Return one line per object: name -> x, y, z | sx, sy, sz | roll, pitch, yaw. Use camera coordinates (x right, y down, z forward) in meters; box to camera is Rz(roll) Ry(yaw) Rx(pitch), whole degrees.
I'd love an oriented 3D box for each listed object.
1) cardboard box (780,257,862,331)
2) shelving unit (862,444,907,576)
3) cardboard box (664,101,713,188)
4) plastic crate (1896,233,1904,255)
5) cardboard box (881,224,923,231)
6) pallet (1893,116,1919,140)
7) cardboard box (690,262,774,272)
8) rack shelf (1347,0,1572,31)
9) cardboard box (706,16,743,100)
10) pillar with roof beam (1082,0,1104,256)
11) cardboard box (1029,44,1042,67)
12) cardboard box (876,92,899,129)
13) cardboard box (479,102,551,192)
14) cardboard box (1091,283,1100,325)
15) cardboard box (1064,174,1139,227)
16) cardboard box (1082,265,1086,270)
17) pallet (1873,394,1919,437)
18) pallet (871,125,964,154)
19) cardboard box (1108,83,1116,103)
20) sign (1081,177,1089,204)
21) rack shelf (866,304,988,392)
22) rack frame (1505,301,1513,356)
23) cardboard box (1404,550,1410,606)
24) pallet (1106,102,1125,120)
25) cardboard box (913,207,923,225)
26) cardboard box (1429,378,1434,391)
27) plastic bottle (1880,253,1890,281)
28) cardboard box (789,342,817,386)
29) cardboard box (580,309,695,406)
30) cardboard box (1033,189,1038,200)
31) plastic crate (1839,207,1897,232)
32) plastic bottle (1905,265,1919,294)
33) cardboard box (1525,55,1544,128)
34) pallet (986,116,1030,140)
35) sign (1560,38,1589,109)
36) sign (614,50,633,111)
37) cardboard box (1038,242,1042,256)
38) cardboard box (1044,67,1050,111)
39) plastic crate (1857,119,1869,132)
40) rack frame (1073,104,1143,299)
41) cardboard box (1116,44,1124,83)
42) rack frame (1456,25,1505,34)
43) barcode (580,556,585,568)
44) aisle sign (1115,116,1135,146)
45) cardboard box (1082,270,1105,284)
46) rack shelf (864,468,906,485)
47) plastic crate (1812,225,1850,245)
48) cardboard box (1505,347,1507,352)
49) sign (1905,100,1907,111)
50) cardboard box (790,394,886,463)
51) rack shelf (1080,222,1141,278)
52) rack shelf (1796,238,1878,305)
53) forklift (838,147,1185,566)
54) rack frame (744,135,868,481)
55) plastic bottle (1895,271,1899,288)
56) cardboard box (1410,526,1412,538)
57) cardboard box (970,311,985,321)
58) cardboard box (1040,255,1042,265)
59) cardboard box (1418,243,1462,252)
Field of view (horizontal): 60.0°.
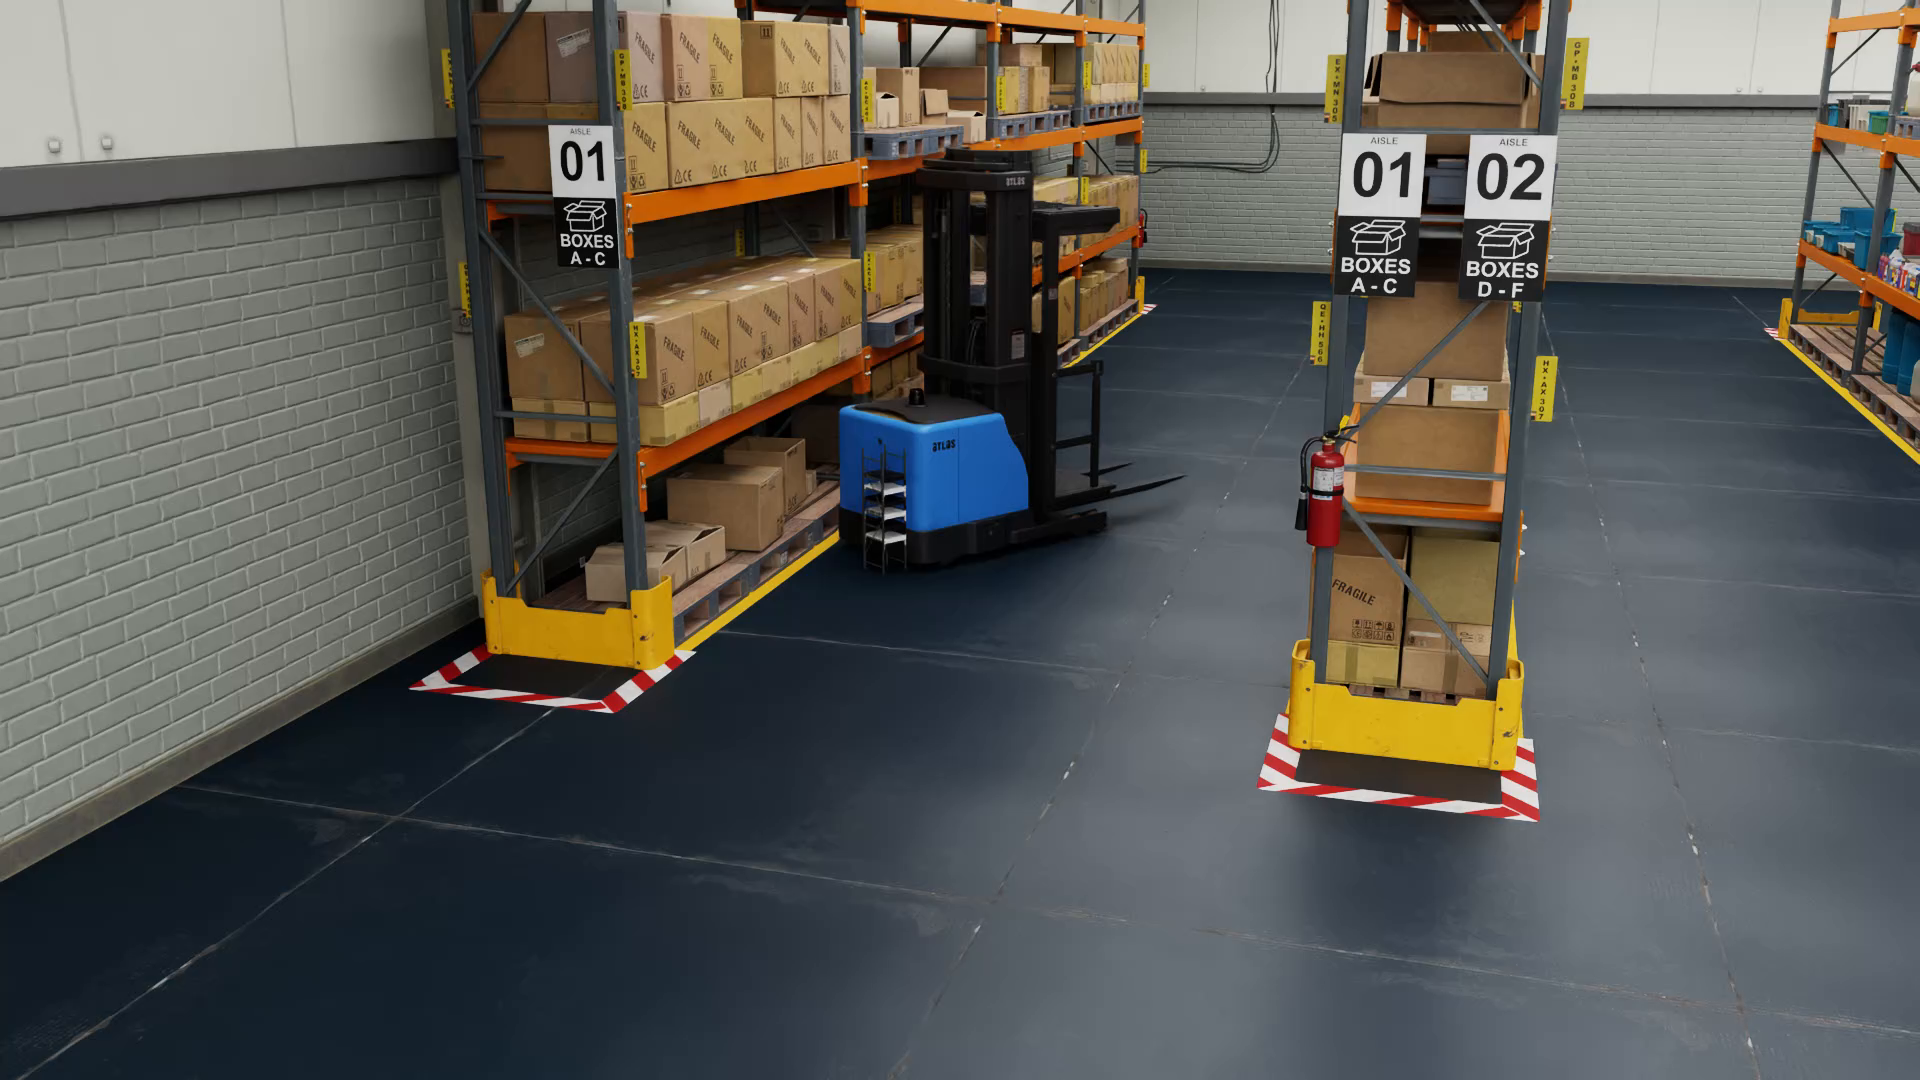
cardboard box -> -1.086, -1.920, 12.965 | 0.500, 0.500, 0.500 | 5, 16, 16
shelving unit -> -0.542, -0.215, 11.937 | 0.210, 0.900, 0.258 | -13, 21, -39
cardboard box -> -1.864, -2.429, 10.181 | 0.500, 0.500, 0.500 | 6, 17, 20
plastic crate -> 11.134, -3.451, 19.607 | 0.437, 0.282, 0.530 | 5, 16, 16
cardboard box -> -0.369, -2.804, 16.227 | 0.700, 0.500, 0.500 | 3, 16, 11
pallet -> 10.394, -4.234, 17.107 | 1.213, 0.211, 1.003 | 5, 16, 16
cardboard box -> -1.733, -1.826, 12.633 | 0.500, 0.500, 0.500 | 5, 16, 16
rack shelf -> 2.934, -3.211, 9.709 | 1.077, 0.370, 4.000 | 5, 16, 16
cardboard box -> -1.717, -3.049, 10.532 | 0.500, 0.500, 0.500 | 5, 17, 17
pillar with roof beam -> 6.227, -8.235, 25.370 | 9.100, 9.000, 0.400 | 5, 16, 16
cardboard box -> 0.649, -5.706, 19.588 | 0.500, 0.250, 0.500 | 6, 17, 20
cardboard box -> -0.841, -3.669, 14.166 | 0.500, 0.311, 0.500 | 5, 17, 18
cardboard box -> -2.509, -2.352, 9.909 | 0.500, 0.500, 0.500 | 6, 17, 20
cardboard box -> 1.482, -3.181, 22.357 | 0.700, 0.500, 0.500 | 4, 16, 15
cardboard box -> 2.026, -4.919, 24.125 | 0.980, 0.700, 0.700 | 5, 17, 18
cardboard box -> 1.544, -3.746, 23.161 | 0.380, 0.149, 0.250 | 5, 17, 16
pallet -> 9.919, -1.234, 16.792 | 1.003, 0.211, 1.213 | 5, 16, 16
pallet -> -0.679, -3.547, 14.684 | 1.213, 0.211, 1.003 | 5, 16, 16
cardboard box -> 1.771, -5.911, 21.996 | 0.500, 0.250, 0.500 | 4, 16, 14
sign -> 1.548, -4.342, 20.663 | 0.100, 0.325, 0.005 | 5, 16, 16
rack shelf -> -0.680, -1.946, 15.513 | 1.077, 0.370, 4.000 | 5, 16, 16
rack frame -> 3.502, -1.386, 12.219 | 1.000, 3.000, 0.127 | 5, 16, 16
cardboard box -> 2.649, 0.225, 10.810 | 0.500, 0.250, 0.500 | 5, 16, 16
pallet -> 1.616, -5.794, 22.426 | 1.003, 0.211, 1.213 | 5, 16, 16
cardboard box -> -0.258, -3.210, 16.470 | 0.380, 0.149, 0.250 | 2, 16, 7
cardboard box -> 2.655, -0.647, 9.429 | 0.700, 0.500, 0.500 | 5, 17, 17
plastic bottle -> 9.972, -2.940, 17.912 | 0.061, 0.283, 0.133 | 5, 16, 16
cardboard box -> -1.370, -1.297, 12.143 | 0.500, 0.250, 0.500 | 5, 16, 16
cardboard box -> -1.961, -1.123, 10.154 | 0.500, 0.500, 0.500 | 5, 16, 16
cardboard box -> 0.555, -3.748, 18.407 | 0.500, 0.250, 0.500 | 5, 17, 16
plastic crate -> 11.744, -4.084, 21.557 | 0.616, 0.435, 0.499 | 5, 16, 16
plastic bottle -> 9.698, -2.640, 16.867 | 0.152, 0.276, 0.135 | 5, 16, 16
cardboard box -> 3.099, -2.513, 9.488 | 0.500, 0.500, 0.500 | 5, 16, 16
pallet -> 0.020, -4.341, 17.485 | 1.213, 0.211, 1.003 | 5, 17, 18
sign -> 2.896, -2.197, 7.833 | 0.100, 0.325, 0.005 | 5, 16, 16
sign -> -1.865, -2.544, 9.204 | 0.100, 0.325, 0.005 | 5, 16, 16
cardboard box -> 0.712, -3.527, 19.001 | 0.500, 0.500, 0.500 | 5, 17, 17
cardboard box -> 0.670, -5.343, 19.685 | 0.700, 0.500, 0.500 | 4, 16, 13
plastic crate -> 10.520, -4.773, 19.145 | 0.293, 0.136, 0.466 | 5, 16, 16
rack frame -> 2.162, -4.909, 24.639 | 1.000, 3.000, 0.127 | 5, 16, 16
cardboard box -> 1.922, -6.411, 22.385 | 0.500, 0.500, 0.500 | 4, 16, 13
rack frame -> 6.912, -7.412, 22.469 | 1.000, 3.000, 0.127 | 5, 16, 16
barcode -> -2.481, 0.145, 10.926 | 0.001, 0.075, 0.075 | 5, 16, 16
aisle sign -> 2.470, -6.155, 24.269 | 0.394, 0.787, 0.004 | 5, 16, 16
cardboard box -> 1.756, -3.574, 22.554 | 0.380, 0.149, 0.250 | 4, 16, 14
rack shelf -> -0.542, -0.442, 11.872 | 0.200, 0.077, 0.258 | -13, 21, -39
plastic crate -> 11.087, -3.878, 21.200 | 0.416, 0.233, 0.300 | 5, 16, 16
cardboard box -> 2.975, -1.056, 9.683 | 0.380, 0.149, 0.250 | 4, 16, 14
sign -> 12.192, -5.495, 21.400 | 0.100, 0.325, 0.005 | 5, 16, 16
cardboard box -> -1.055, -0.972, 14.535 | 0.700, 0.500, 0.500 | 5, 17, 18
rack shelf -> 1.593, -4.039, 22.892 | 1.077, 0.370, 4.000 | 5, 16, 16
rack shelf -> 11.092, -3.271, 20.184 | 1.077, 0.370, 4.000 | 5, 16, 16
forklift -> 0.522, -1.534, 12.866 | 3.031, 2.935, 1.130 | -13, 21, -39
rack frame -> -1.249, -1.769, 13.570 | 1.000, 3.000, 0.127 | 5, 16, 16
plastic bottle -> 9.808, -2.732, 17.329 | 0.097, 0.201, 0.097 | 0, 16, 0
cardboard box -> 2.786, -0.267, 11.170 | 0.500, 0.500, 0.500 | 5, 16, 16
cardboard box -> 0.223, -2.166, 18.138 | 0.750, 0.750, 0.750 | 4, 16, 15
cardboard box -> 0.797, -3.312, 19.432 | 0.380, 0.149, 0.250 | 4, 16, 14
cardboard box -> 2.954, -1.548, 10.229 | 0.700, 0.500, 0.500 | 5, 16, 16
